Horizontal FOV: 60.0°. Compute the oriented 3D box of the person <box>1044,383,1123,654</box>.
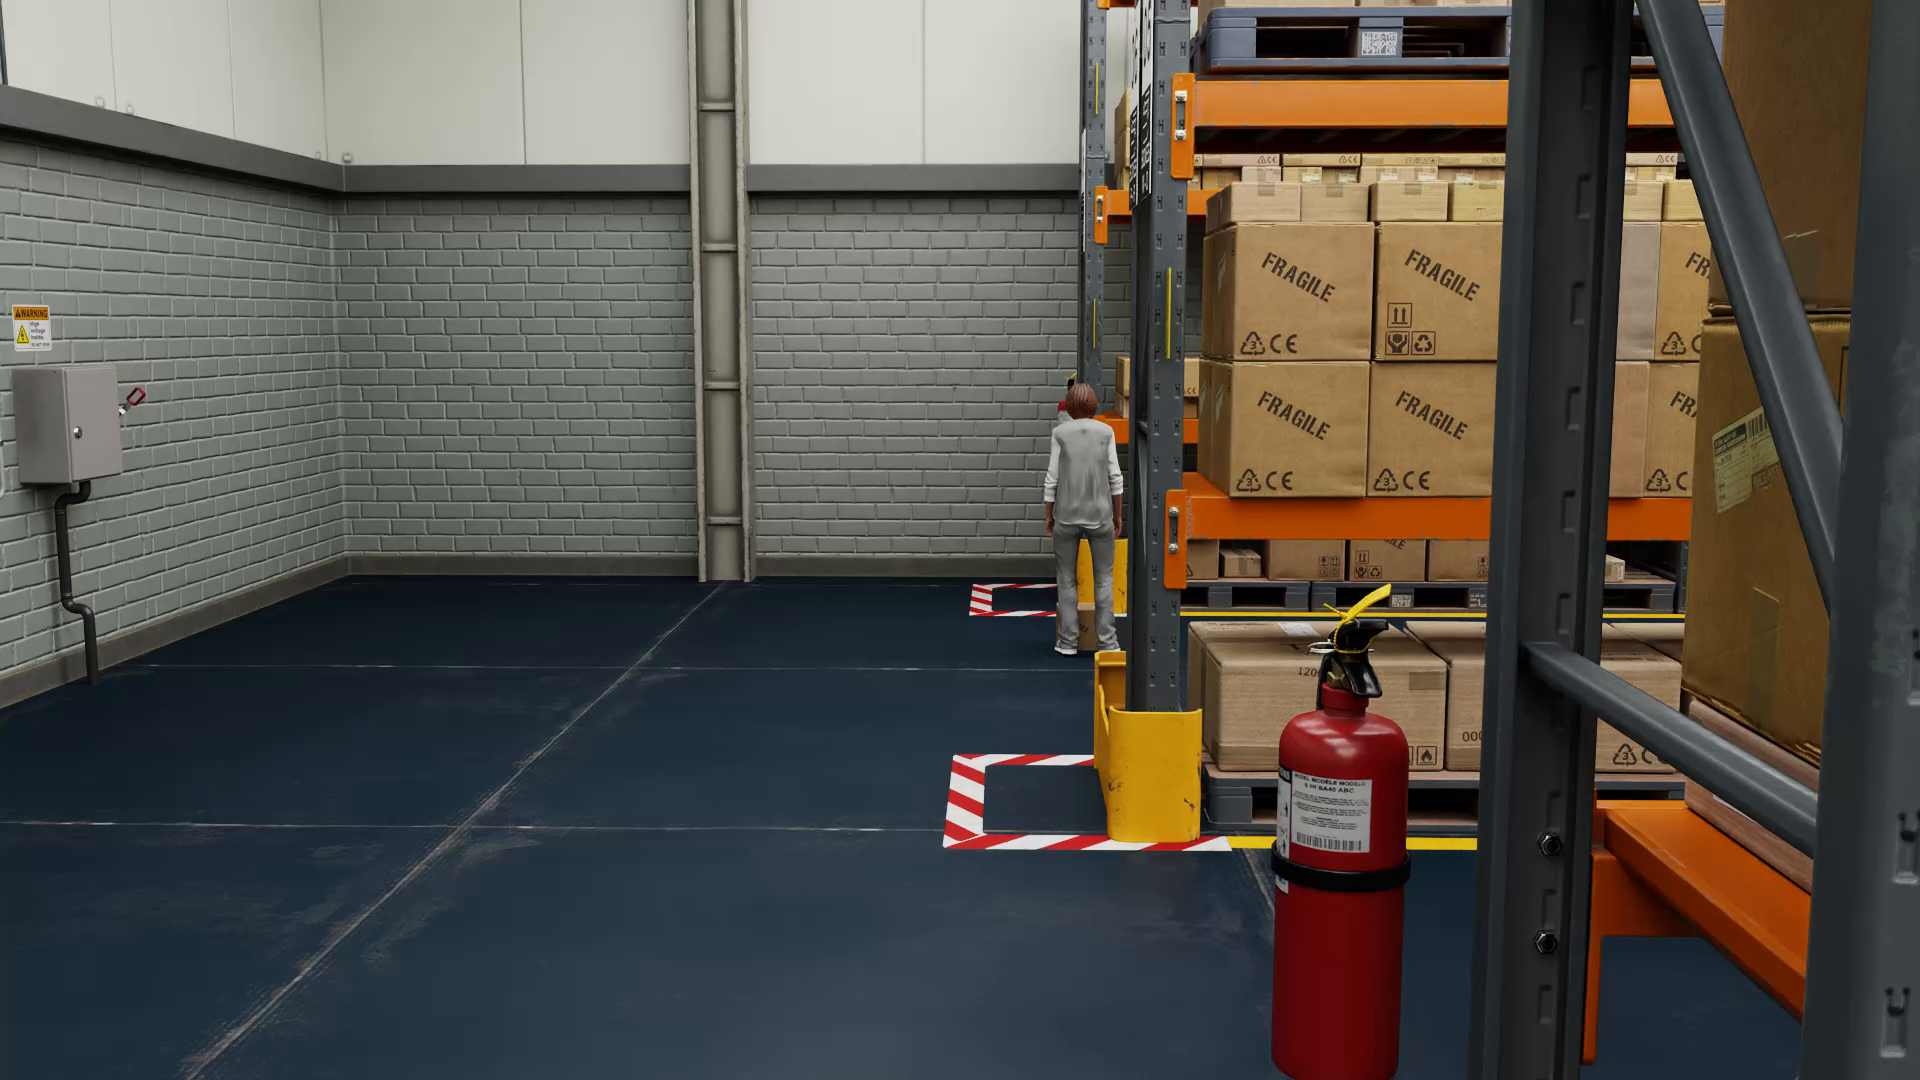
[{"bbox_3d":[0.718,-0.113,9.699,0.459,1.591,0.369,0,7,1],"label":"person"}]
